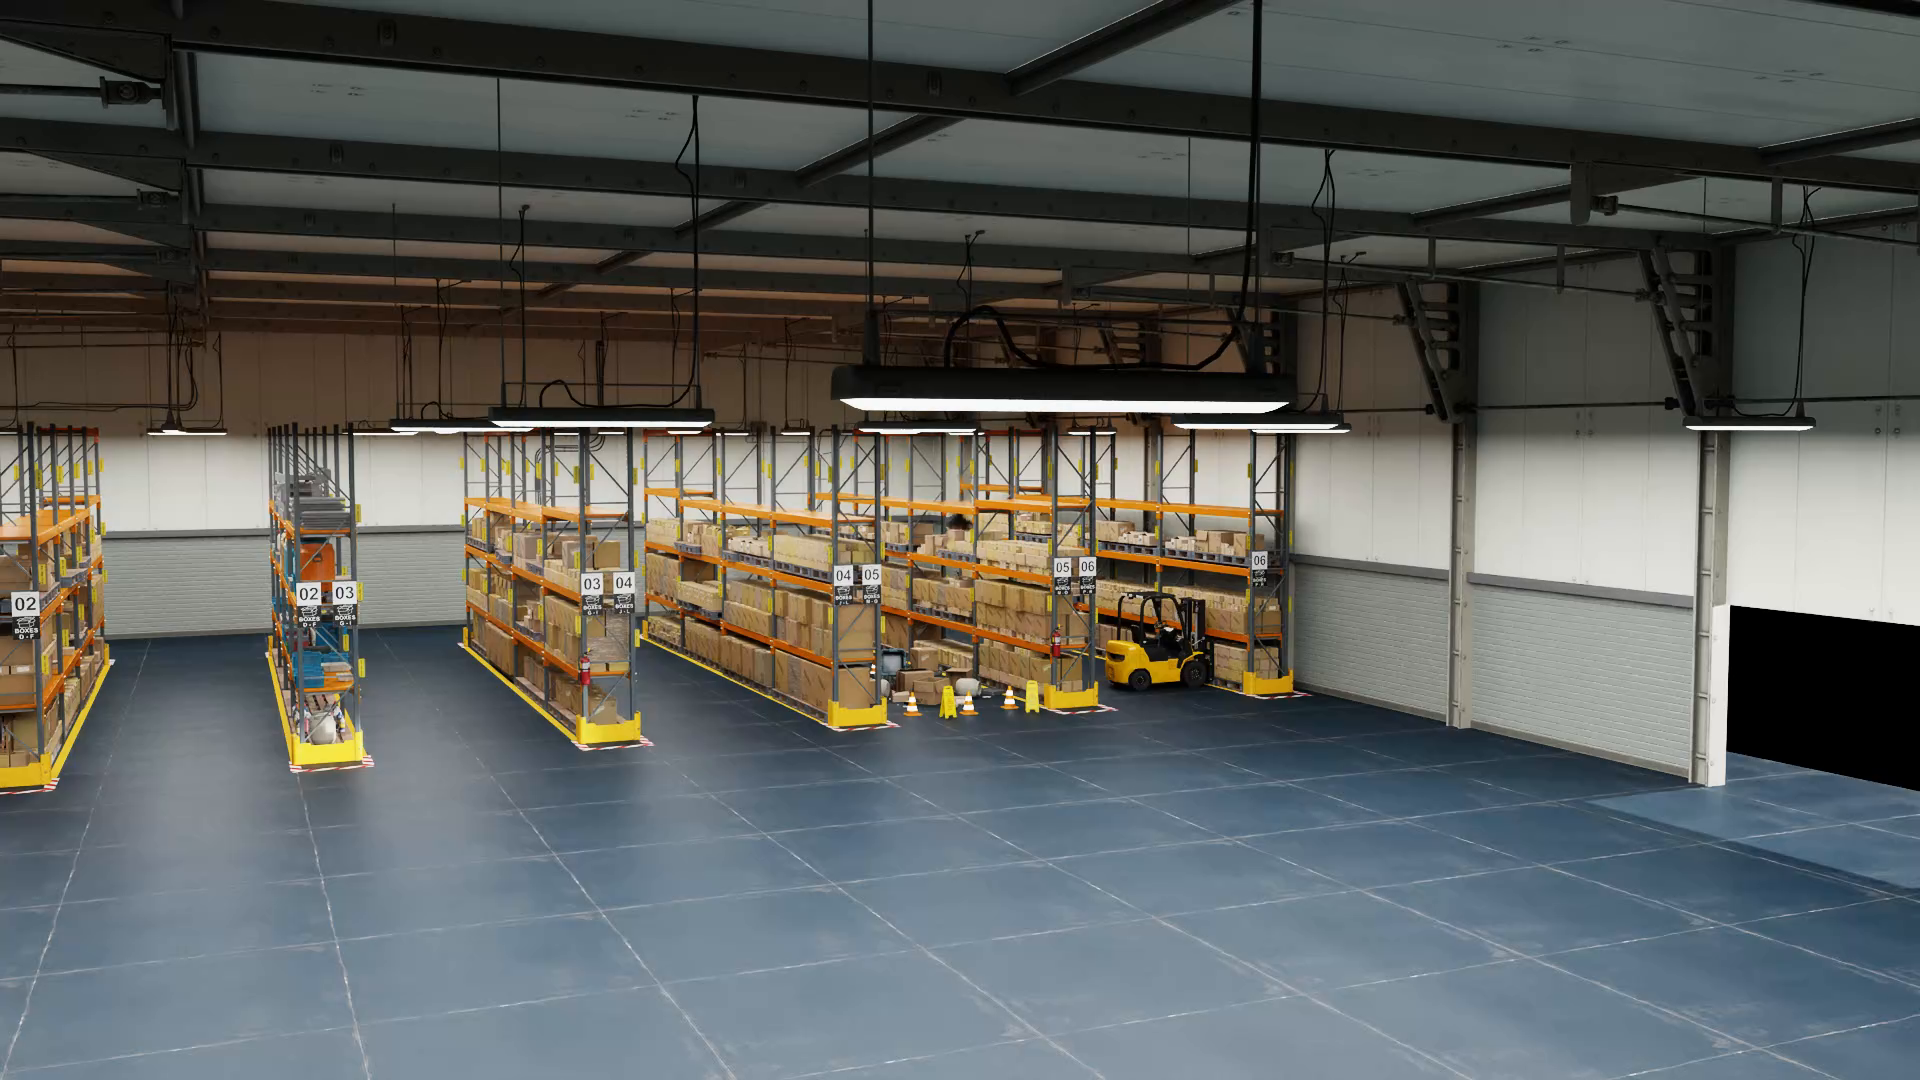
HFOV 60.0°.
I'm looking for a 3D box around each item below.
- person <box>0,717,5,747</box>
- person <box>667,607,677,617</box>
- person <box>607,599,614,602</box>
[{"bbox_3d":[-15.268,3.311,26.026,0.694,1.683,0.696,1,4,17],"label":"person"},{"bbox_3d":[-8.340,1.855,49.255,0.826,1.820,0.723,-1,4,-22],"label":"person"},{"bbox_3d":[-9.847,2.030,46.444,0.588,1.718,0.833,-1,4,-9],"label":"person"}]
